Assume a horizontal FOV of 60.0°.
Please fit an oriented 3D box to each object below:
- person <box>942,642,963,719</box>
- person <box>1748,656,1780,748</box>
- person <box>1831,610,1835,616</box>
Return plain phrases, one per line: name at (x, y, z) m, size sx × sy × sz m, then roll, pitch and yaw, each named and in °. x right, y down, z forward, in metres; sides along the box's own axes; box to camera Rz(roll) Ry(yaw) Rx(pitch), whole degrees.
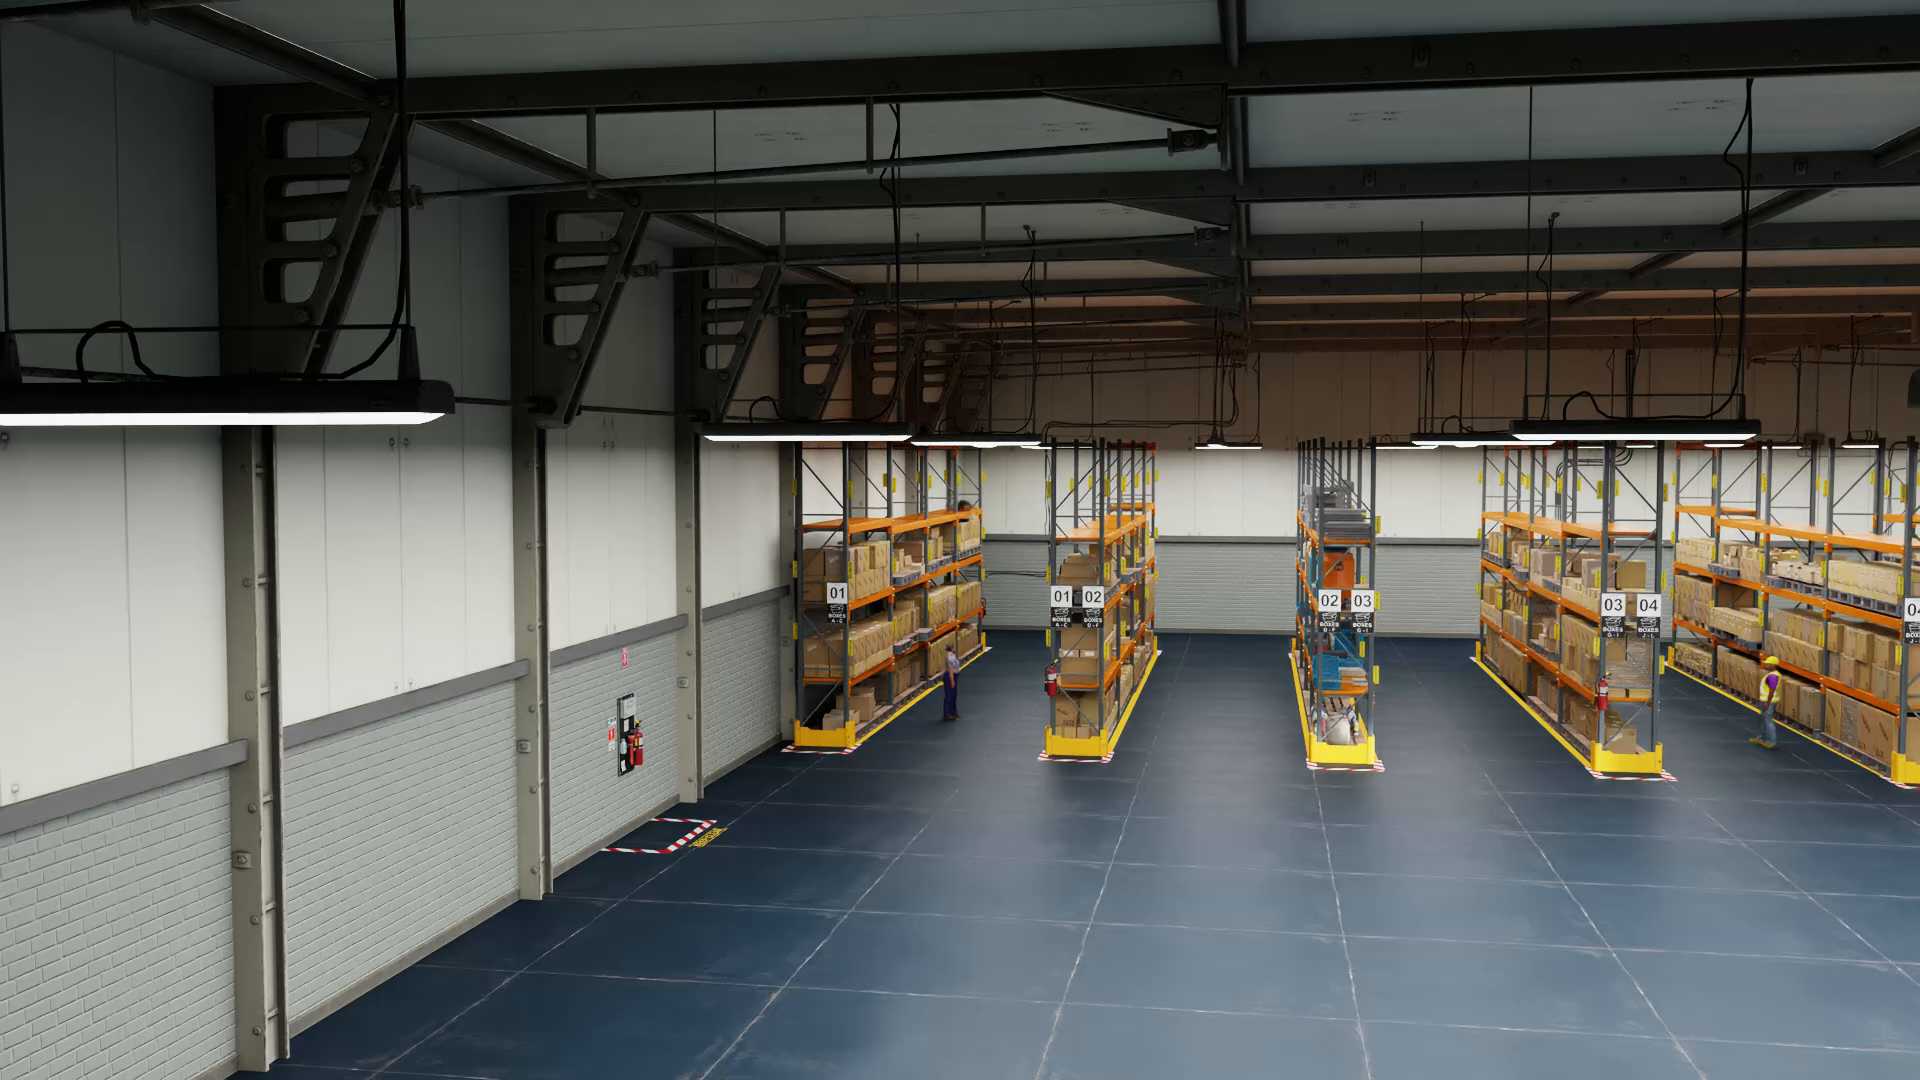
person at (-0.144, 3.028, 35.678) m, size 0.471 × 1.673 × 0.534 m, roll 0°, pitch 3°, yaw -5°
person at (15.669, 3.134, 32.420) m, size 0.642 × 1.762 × 0.581 m, roll 3°, pitch 4°, yaw 43°
person at (22.984, 2.570, 44.038) m, size 0.475 × 1.635 × 0.836 m, roll 2°, pitch 4°, yaw 39°
